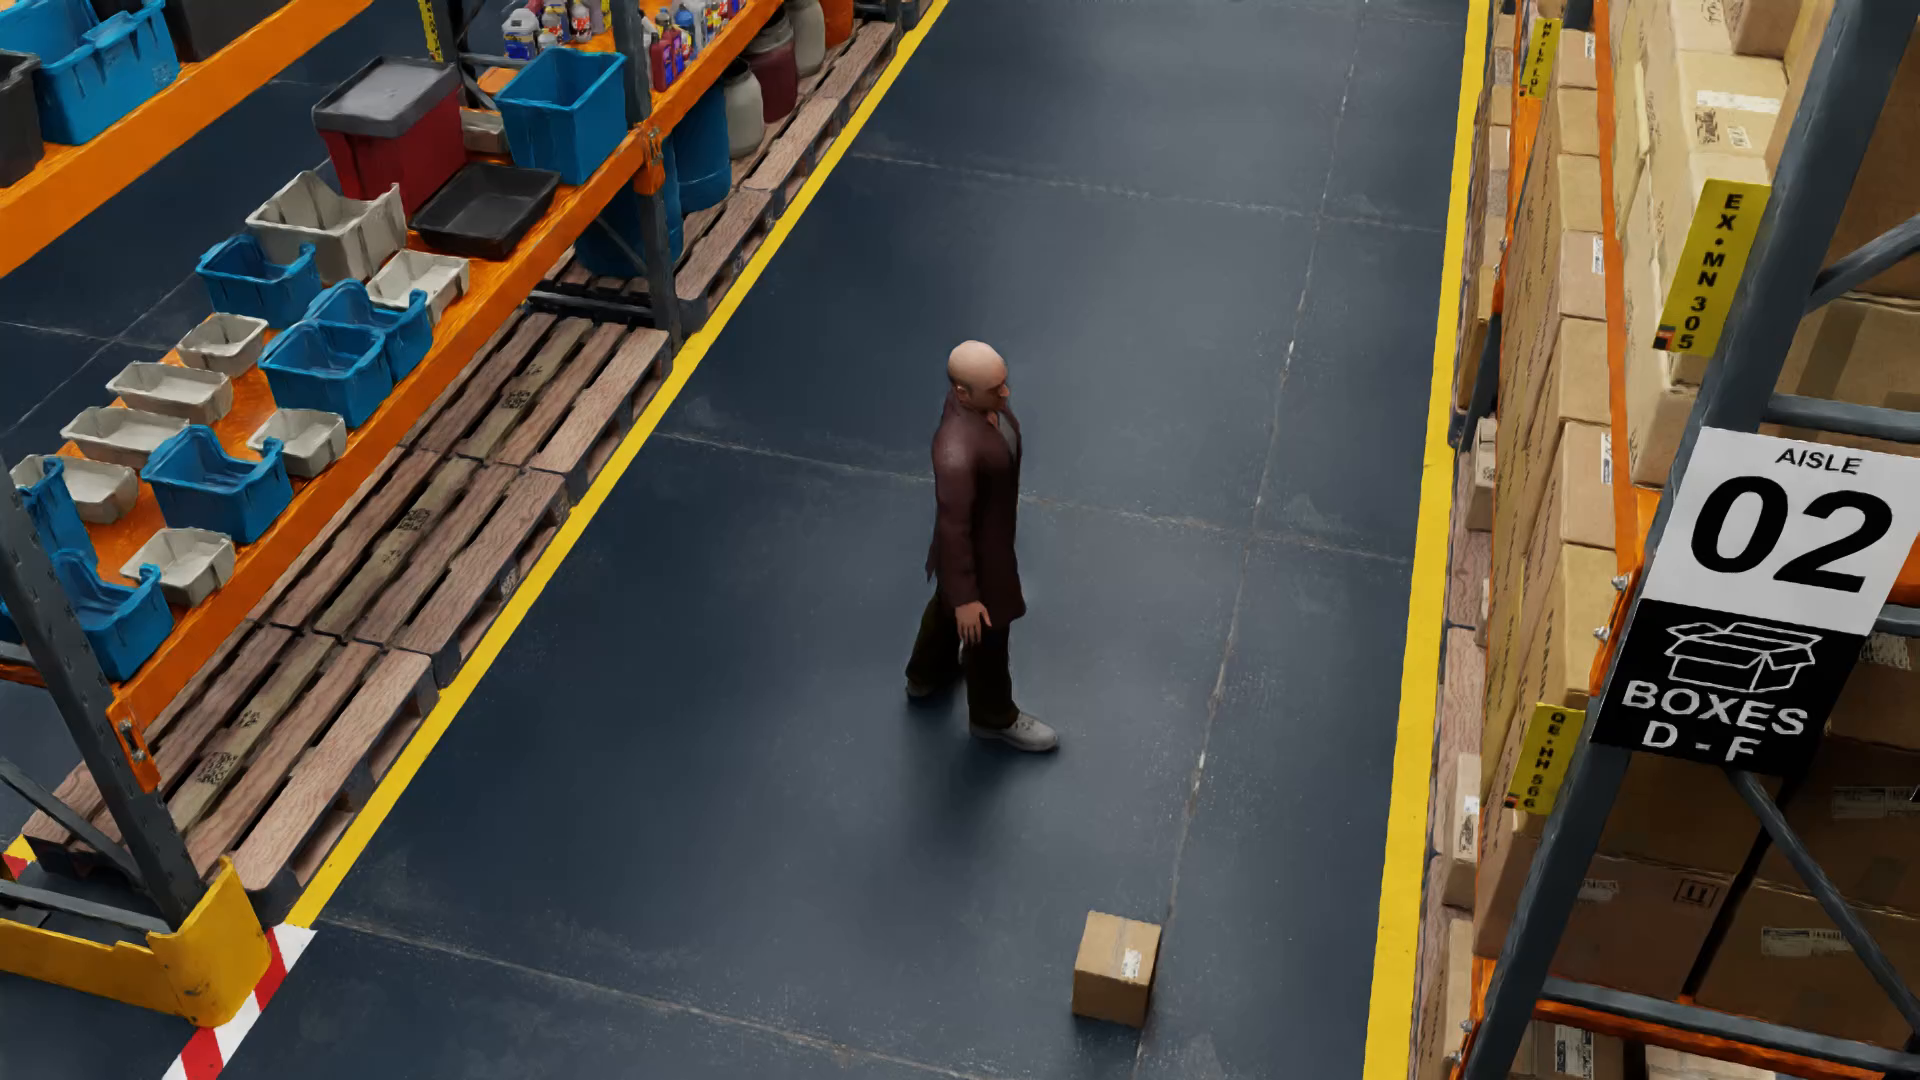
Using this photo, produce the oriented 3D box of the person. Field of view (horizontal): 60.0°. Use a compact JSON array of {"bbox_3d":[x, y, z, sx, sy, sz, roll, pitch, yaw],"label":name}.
[{"bbox_3d":[0.081,0.037,6.110,0.640,1.779,0.749,4,41,4],"label":"person"}]
